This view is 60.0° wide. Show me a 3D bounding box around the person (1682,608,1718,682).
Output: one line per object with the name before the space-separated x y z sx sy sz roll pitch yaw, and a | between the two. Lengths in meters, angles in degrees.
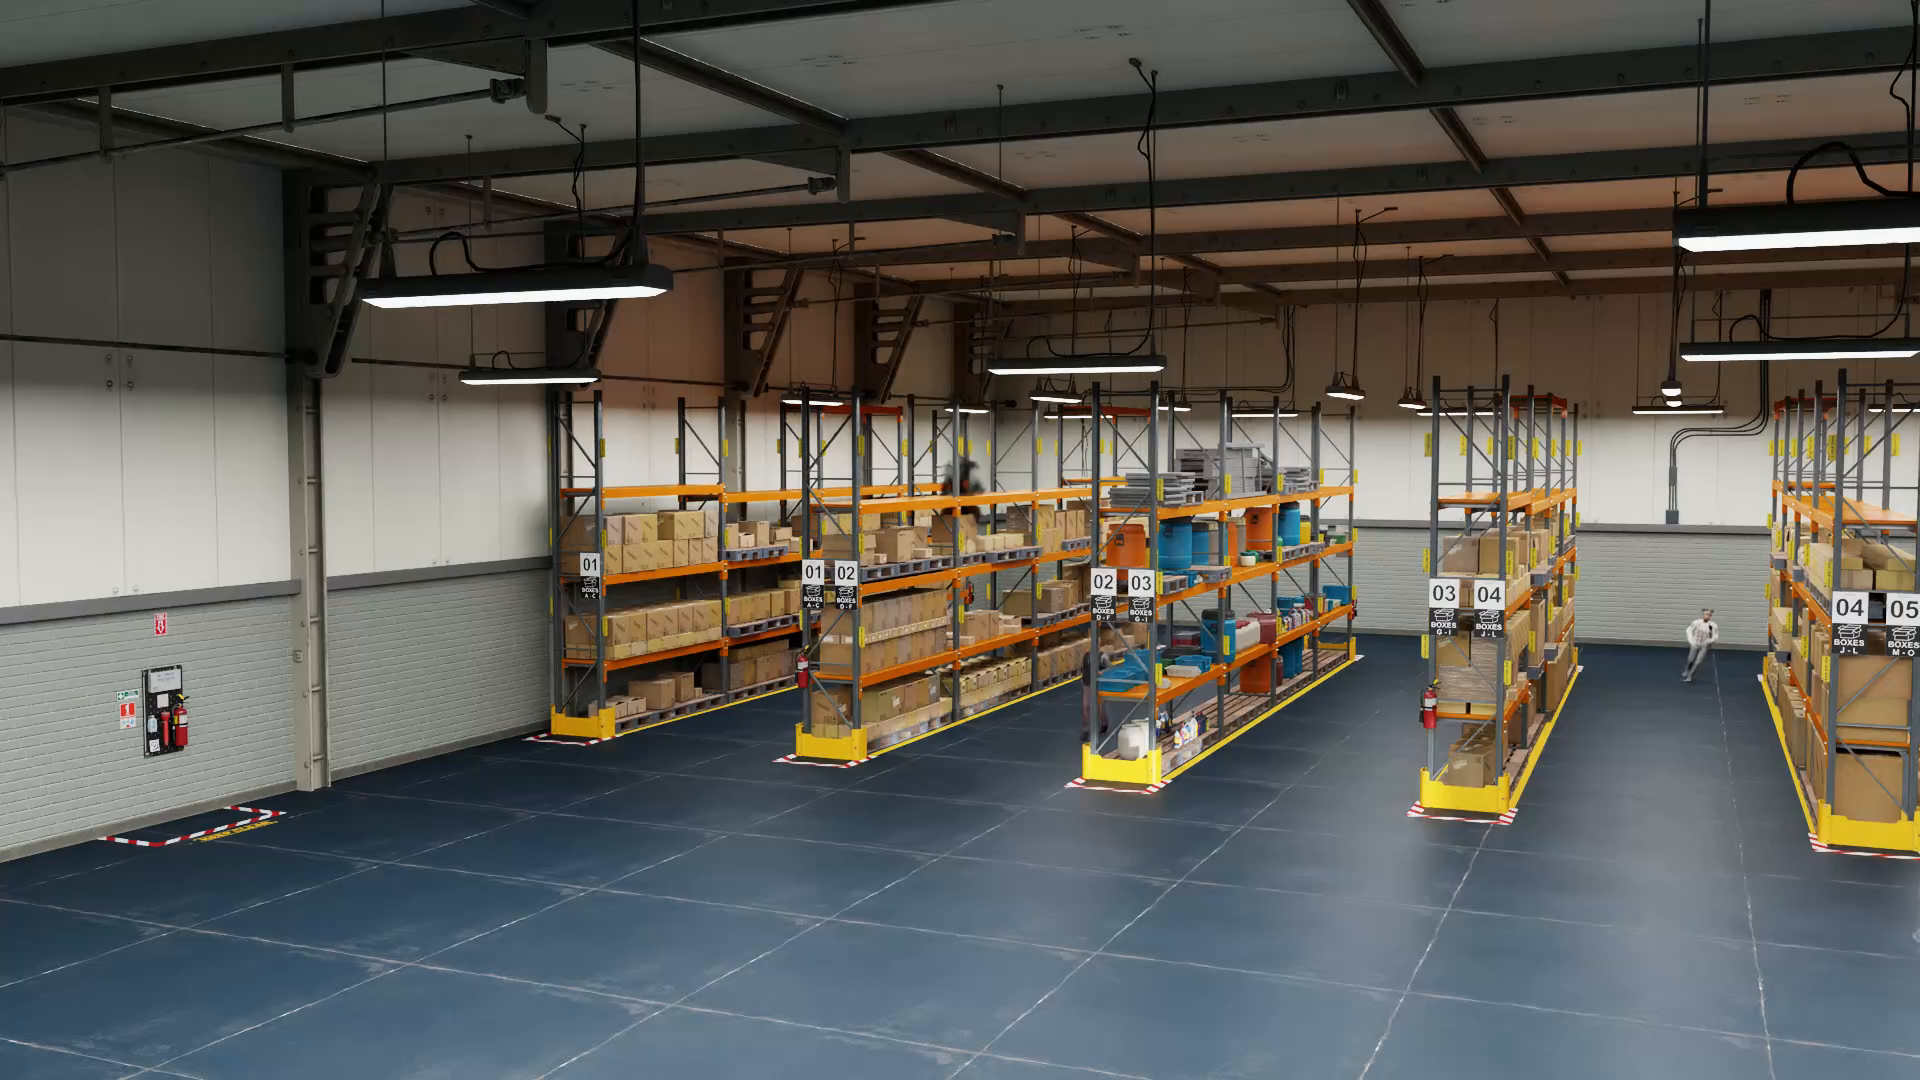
person | 15.796 2.245 35.470 0.690 1.602 0.554 1 3 24

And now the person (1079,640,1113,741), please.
person | 2.352 2.555 28.720 0.649 1.756 0.834 2 3 26
